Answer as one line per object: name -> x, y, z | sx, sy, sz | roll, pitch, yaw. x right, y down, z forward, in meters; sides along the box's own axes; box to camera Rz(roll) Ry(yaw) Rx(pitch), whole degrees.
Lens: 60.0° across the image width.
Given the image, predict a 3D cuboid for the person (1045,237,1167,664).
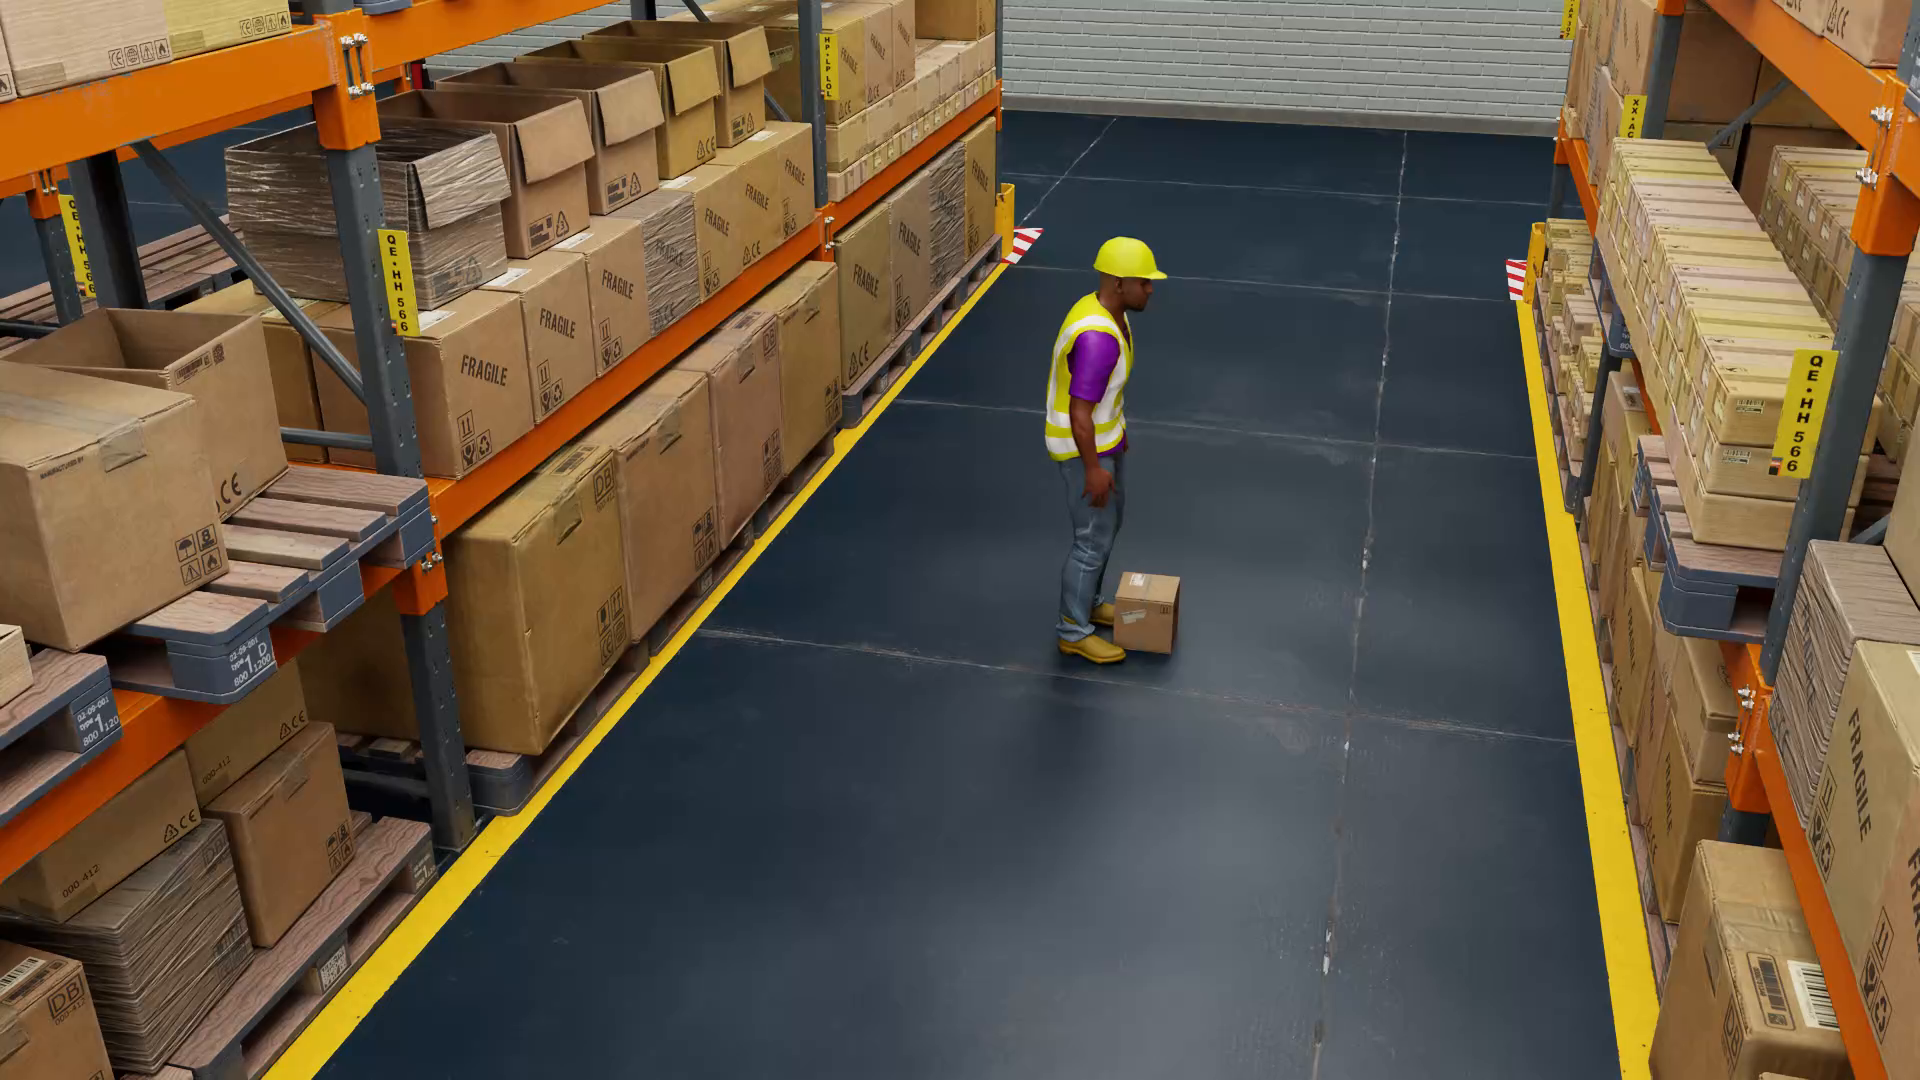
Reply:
person -> 0.590, -0.390, 6.916 | 0.461, 1.760, 0.636 | 6, 26, 12
